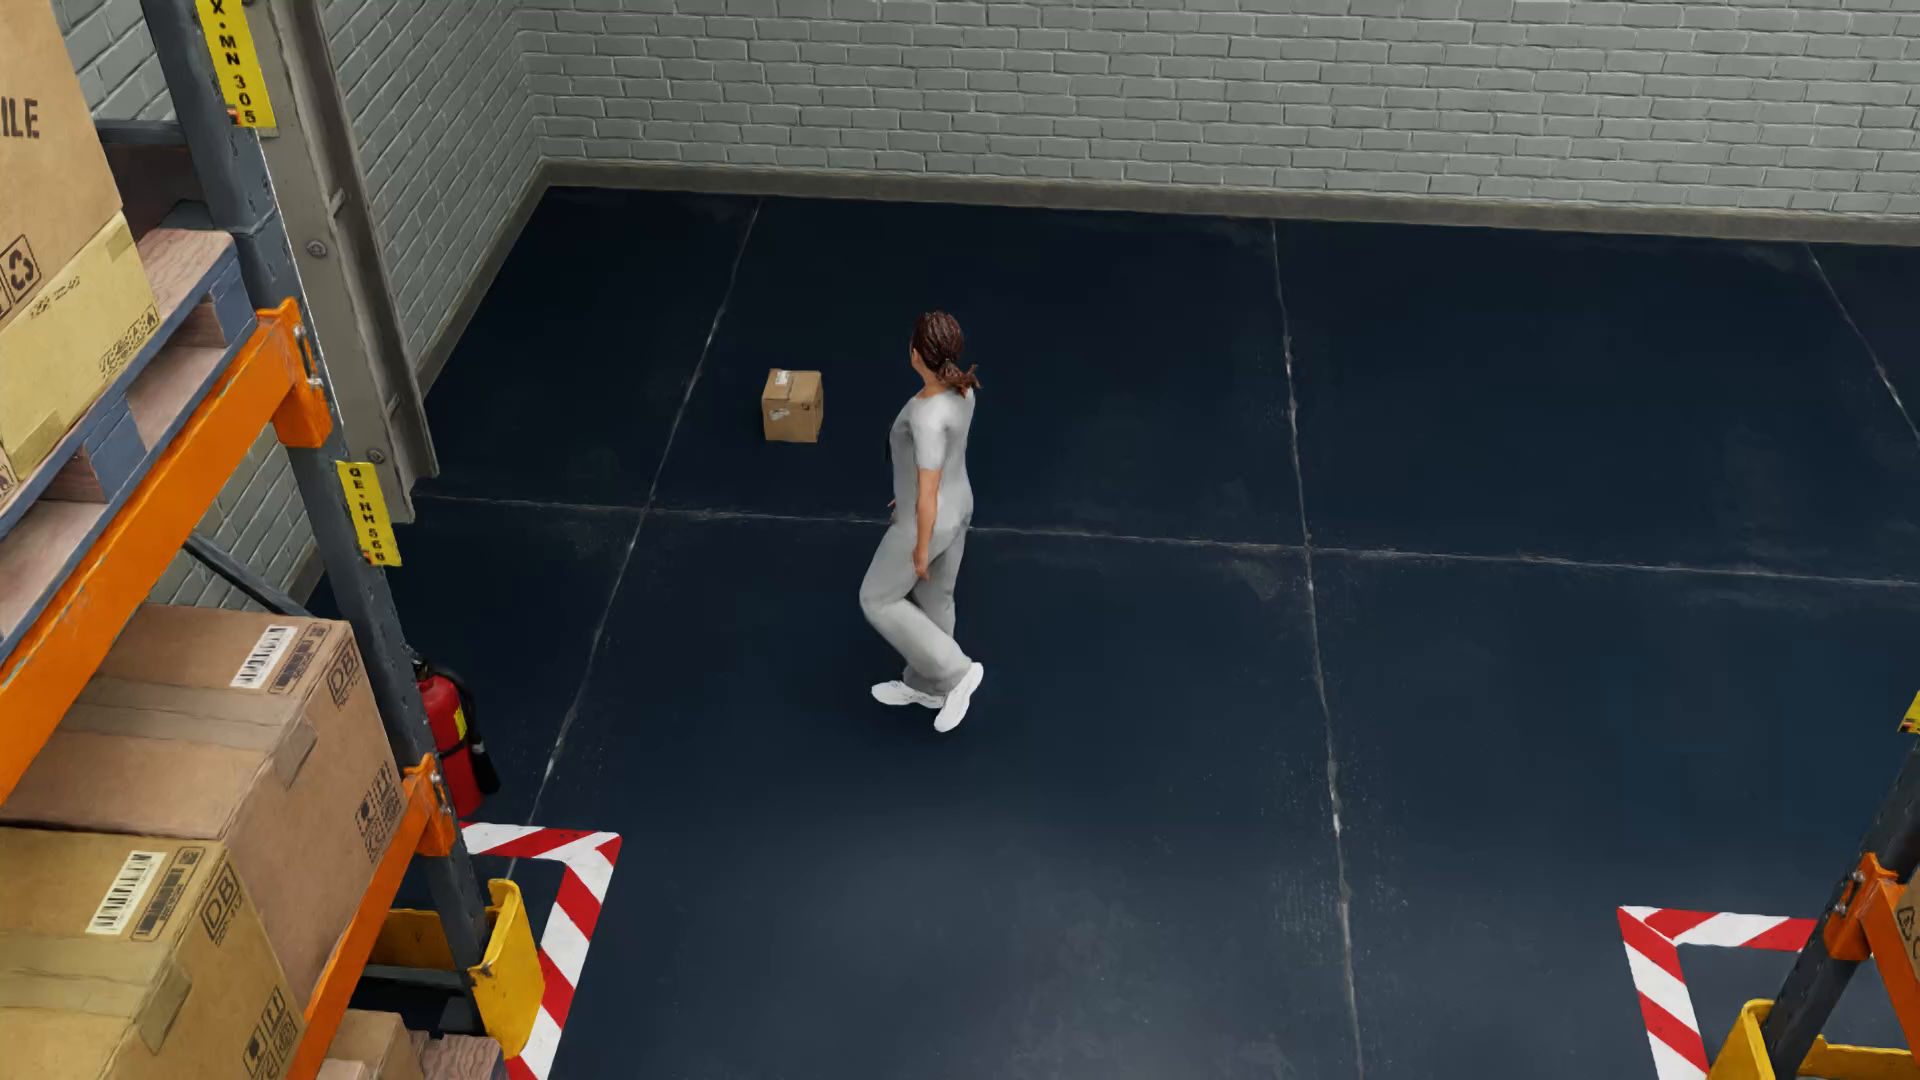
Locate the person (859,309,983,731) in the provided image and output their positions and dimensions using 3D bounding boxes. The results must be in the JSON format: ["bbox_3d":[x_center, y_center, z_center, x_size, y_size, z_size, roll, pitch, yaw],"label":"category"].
[{"bbox_3d":[-0.101,-0.045,6.217,0.499,1.638,0.650,12,42,13],"label":"person"}]
